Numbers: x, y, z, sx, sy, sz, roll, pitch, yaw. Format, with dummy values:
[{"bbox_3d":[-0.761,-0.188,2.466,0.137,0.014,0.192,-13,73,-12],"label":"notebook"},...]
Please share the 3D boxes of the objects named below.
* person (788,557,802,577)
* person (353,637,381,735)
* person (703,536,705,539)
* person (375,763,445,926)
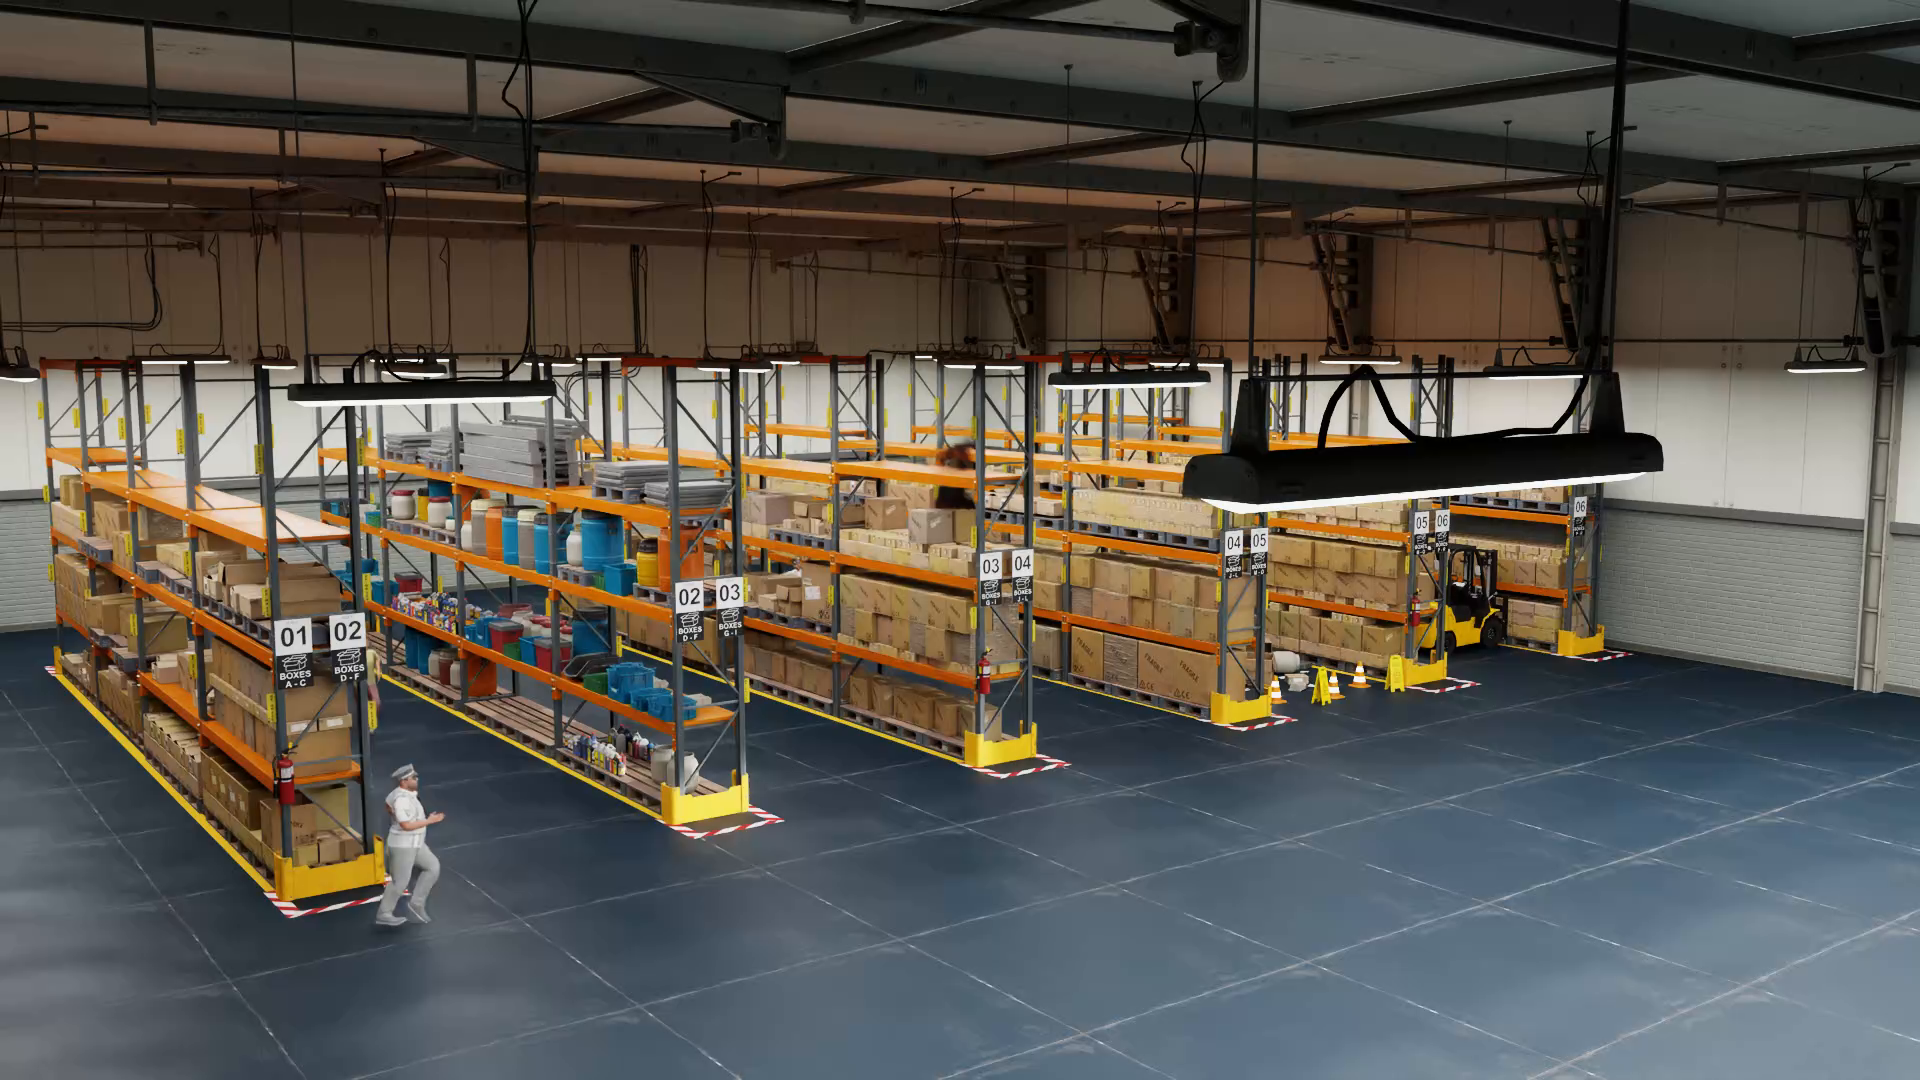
[{"bbox_3d":[-3.478,1.186,35.950,0.630,1.656,0.949,-5,8,-35],"label":"person"},{"bbox_3d":[-9.477,2.328,26.555,0.600,1.645,0.612,-6,9,-41],"label":"person"},{"bbox_3d":[-6.556,0.625,40.372,0.839,1.706,0.953,5,9,38],"label":"person"},{"bbox_3d":[-5.949,3.312,18.014,0.753,1.821,0.670,-1,7,-7],"label":"person"}]
